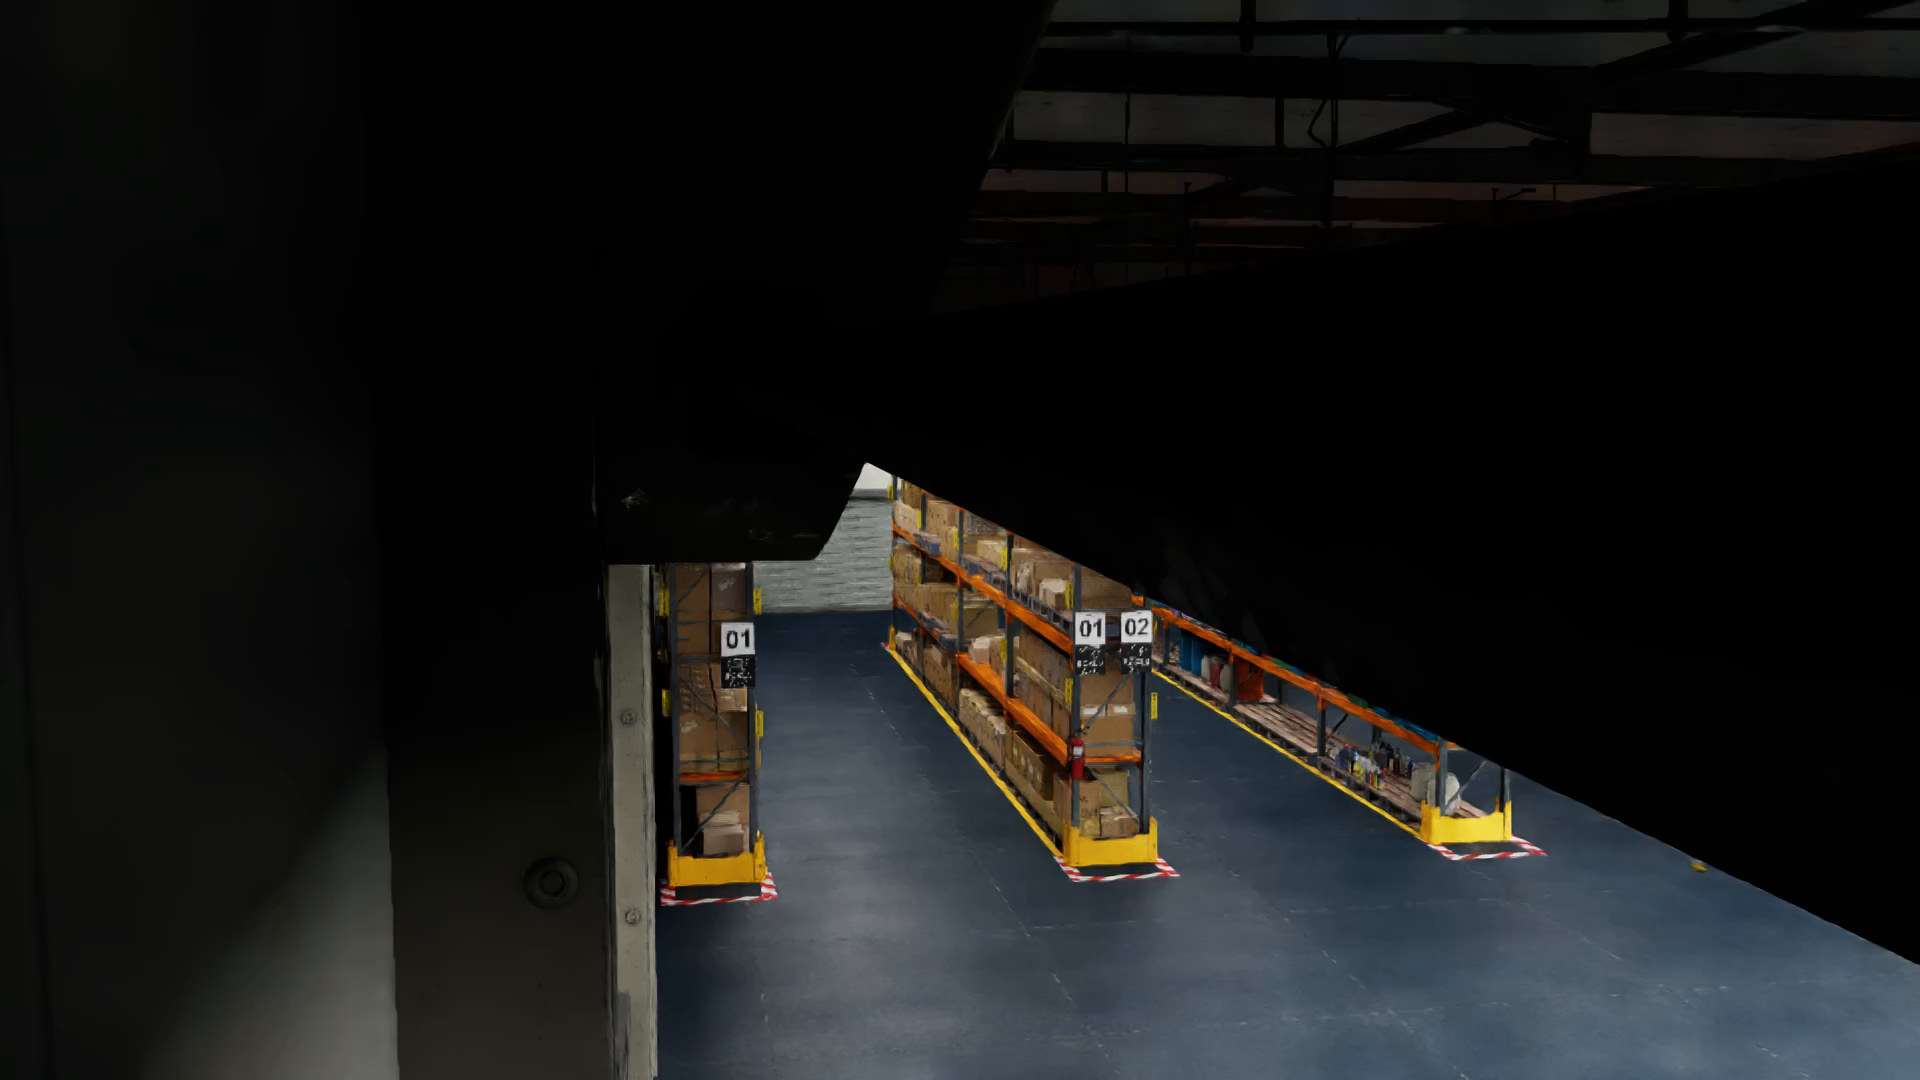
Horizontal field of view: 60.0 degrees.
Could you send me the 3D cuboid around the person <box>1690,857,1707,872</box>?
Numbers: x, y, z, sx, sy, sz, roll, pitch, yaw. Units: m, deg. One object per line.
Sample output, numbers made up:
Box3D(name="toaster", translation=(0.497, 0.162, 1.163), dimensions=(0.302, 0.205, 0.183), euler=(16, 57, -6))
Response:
Box3D(name="person", translation=(9.455, 3.281, 20.386), dimensions=(0.708, 1.702, 0.842), euler=(-3, 7, -27))
